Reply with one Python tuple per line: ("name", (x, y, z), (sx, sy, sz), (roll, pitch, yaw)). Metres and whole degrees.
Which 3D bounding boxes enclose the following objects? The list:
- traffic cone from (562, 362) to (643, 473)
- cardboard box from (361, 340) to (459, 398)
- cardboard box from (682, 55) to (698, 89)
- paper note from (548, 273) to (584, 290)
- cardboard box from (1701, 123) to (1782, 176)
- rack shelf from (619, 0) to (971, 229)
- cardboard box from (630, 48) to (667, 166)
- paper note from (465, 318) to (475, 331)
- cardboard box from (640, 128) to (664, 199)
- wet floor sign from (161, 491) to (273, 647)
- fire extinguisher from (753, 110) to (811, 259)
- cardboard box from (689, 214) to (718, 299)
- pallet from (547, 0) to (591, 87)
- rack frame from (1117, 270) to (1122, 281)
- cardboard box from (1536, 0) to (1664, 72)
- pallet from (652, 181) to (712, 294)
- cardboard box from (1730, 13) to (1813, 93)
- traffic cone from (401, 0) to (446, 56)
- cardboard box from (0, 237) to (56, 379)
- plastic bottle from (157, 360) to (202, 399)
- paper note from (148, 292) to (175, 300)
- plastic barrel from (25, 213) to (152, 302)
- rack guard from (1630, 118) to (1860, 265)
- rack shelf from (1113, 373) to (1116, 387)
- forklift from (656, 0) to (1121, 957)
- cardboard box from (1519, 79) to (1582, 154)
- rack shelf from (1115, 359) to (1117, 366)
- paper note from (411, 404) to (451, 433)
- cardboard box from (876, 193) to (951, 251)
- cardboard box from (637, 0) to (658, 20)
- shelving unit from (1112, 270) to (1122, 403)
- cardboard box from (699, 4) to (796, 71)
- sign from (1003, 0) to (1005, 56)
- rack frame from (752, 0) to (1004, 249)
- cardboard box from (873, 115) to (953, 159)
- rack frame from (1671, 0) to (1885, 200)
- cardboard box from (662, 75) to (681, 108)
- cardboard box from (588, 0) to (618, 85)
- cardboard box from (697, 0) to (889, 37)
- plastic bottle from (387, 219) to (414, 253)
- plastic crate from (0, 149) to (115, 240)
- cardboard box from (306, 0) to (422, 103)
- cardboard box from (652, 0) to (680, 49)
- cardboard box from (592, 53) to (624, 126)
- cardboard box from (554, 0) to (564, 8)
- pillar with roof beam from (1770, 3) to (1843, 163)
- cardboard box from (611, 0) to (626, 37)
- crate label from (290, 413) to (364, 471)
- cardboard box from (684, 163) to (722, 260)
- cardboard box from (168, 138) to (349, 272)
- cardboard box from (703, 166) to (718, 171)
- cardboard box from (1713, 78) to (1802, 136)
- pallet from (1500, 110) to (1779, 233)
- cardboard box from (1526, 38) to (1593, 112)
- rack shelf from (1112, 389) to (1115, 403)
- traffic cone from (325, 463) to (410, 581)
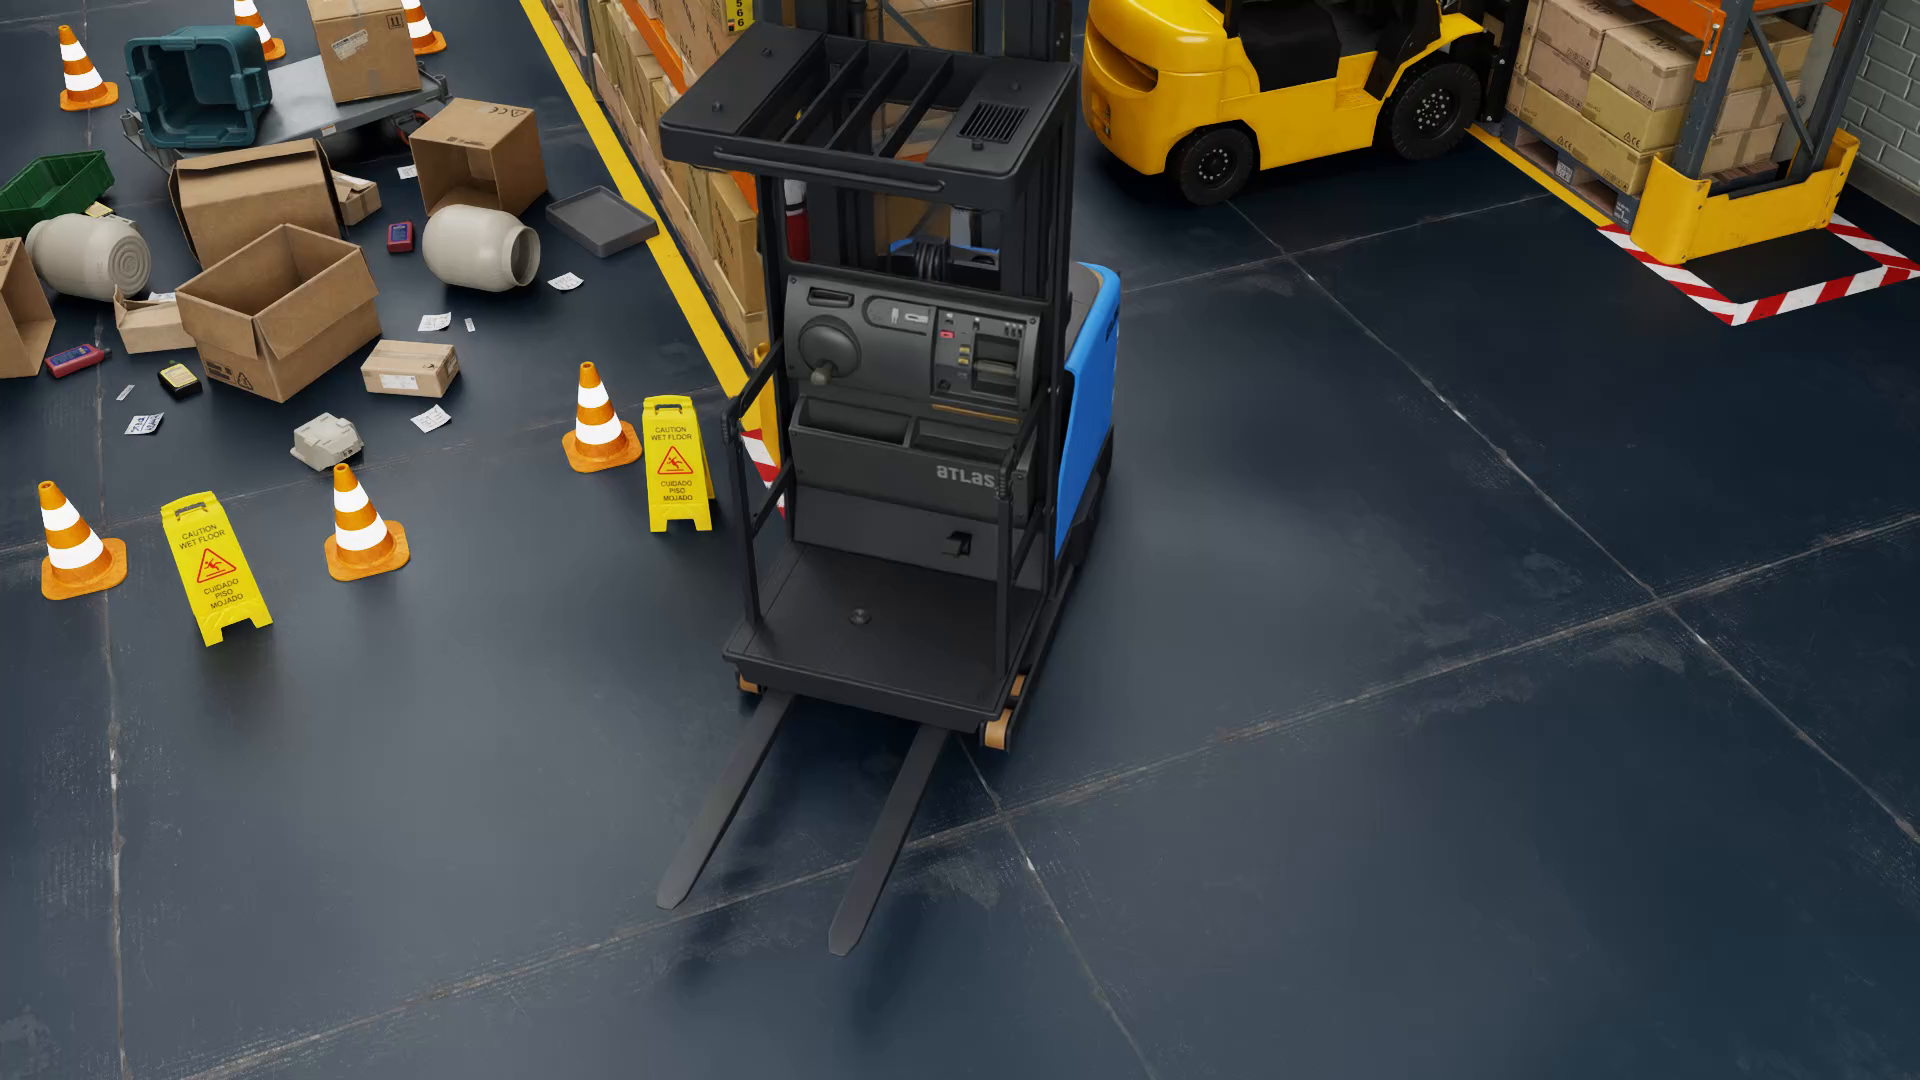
("traffic cone", (-1.667, -0.607, 7.601), (0.336, 0.463, 0.334), (-15, 43, -17))
("cardboard box", (-2.678, -0.836, 8.109), (0.380, 0.149, 0.250), (5, 41, 6))
("cardboard box", (-1.056, -2.141, 7.632), (0.380, 0.149, 0.250), (-14, 43, -16))
("paper note", (-2.090, -1.374, 8.825), (0.142, 0.019, 0.148), (-31, 49, -31))
("cardboard box", (4.267, -2.334, 9.450), (0.500, 0.250, 0.500), (-15, 43, -17))
("rack shelf", (-1.076, -2.564, 8.483), (1.077, 0.370, 4.000), (-15, 43, -17))
("cardboard box", (-1.452, -2.388, 8.938), (0.500, 0.500, 0.500), (-13, 42, -15))
("paper note", (-2.513, -1.104, 8.526), (0.032, 0.001, 0.123), (-15, 43, -17))
("cardboard box", (-1.445, -2.098, 9.176), (0.500, 0.250, 0.500), (-16, 43, -17))
("wet floor sign", (-3.005, 0.080, 6.662), (0.267, 0.644, 0.232), (-23, 46, -24))
("fire extinguisher", (-0.693, -1.419, 6.659), (0.296, 0.674, 0.183), (-15, 43, -17))
("cardboard box", (-1.060, -1.483, 8.460), (0.500, 0.250, 0.500), (-15, 43, -17))
("pallet", (-2.141, -3.453, 11.104), (1.003, 0.211, 1.213), (-15, 43, -17))
("rack frame", (0.589, -0.849, 7.548), (0.240, 0.900, 0.006), (11, 42, 13))
("cardboard box", (3.609, -2.874, 9.312), (0.500, 0.250, 0.500), (-14, 43, -16))
("pallet", (-1.081, -1.853, 9.242), (1.003, 0.211, 1.213), (-15, 43, -17))
("cardboard box", (4.265, -2.705, 9.115), (0.500, 0.250, 0.500), (-16, 43, -18))
("traffic cone", (-3.609, -3.478, 10.939), (0.336, 0.463, 0.334), (-15, 43, -17))
("cardboard box", (-4.834, -1.120, 8.167), (0.500, 0.500, 0.500), (-8, 41, -9))
("plastic bottle", (-3.827, -0.791, 8.124), (0.133, 0.061, 0.283), (-31, 49, -31))
("paper note", (-4.166, -1.256, 8.693), (0.172, 0.023, 0.155), (-2, 41, -2))
("plastic barrel", (-4.525, -1.468, 8.633), (0.512, 0.421, 0.421), (12, 42, 13))
("rack guard", (4.283, -1.910, 9.088), (1.175, 0.500, 0.348), (-15, 43, -17))
("rack shelf", (0.559, -0.693, 7.554), (0.258, 0.077, 0.200), (11, 42, 13))
("forklift", (-0.239, -0.609, 5.711), (1.130, 2.935, 3.031), (11, 42, 13))
("cardboard box", (3.621, -2.495, 9.638), (0.500, 0.250, 0.500), (-15, 43, -17))
("rack shelf", (0.559, -0.761, 7.496), (0.258, 0.077, 0.200), (11, 42, 13))
("paper note", (-2.512, -0.579, 7.900), (0.148, 0.019, 0.142), (-31, 49, -31))
("cardboard box", (-0.374, -1.602, 8.024), (0.500, 0.500, 0.500), (-16, 43, -18))
("cardboard box", (-1.414, -2.759, 8.350), (0.380, 0.149, 0.250), (-15, 43, -17))
("shelving unit", (0.559, -0.786, 7.474), (0.258, 0.900, 0.210), (11, 42, 13))
("cardboard box", (-0.773, -2.041, 7.018), (0.500, 0.500, 0.500), (-16, 43, -18))
("sign", (0.190, -2.096, 6.723), (0.100, 0.325, 0.005), (-15, 43, -17))
("rack frame", (-0.311, -1.632, 6.847), (1.000, 3.000, 0.127), (-15, 43, -17))
("cardboard box", (-0.249, -1.793, 7.227), (0.380, 0.149, 0.250), (-15, 43, -17))
("rack frame", (4.274, -2.873, 8.290), (1.000, 3.000, 0.127), (-15, 43, -17))
("cardboard box", (-1.253, -2.212, 8.236), (0.380, 0.149, 0.250), (-13, 42, -15))
("cardboard box", (-1.865, -3.020, 9.673), (0.500, 0.500, 0.500), (-13, 42, -15))
("cardboard box", (-0.708, -2.415, 6.686), (0.700, 0.500, 0.500), (-16, 43, -18))
("plastic bottle", (-3.080, -1.682, 9.159), (0.133, 0.061, 0.283), (-8, 41, -9))
("plastic crate", (-5.099, -1.924, 9.299), (0.450, 0.188, 0.662), (-3, 40, 12))
("cardboard box", (-3.474, -2.919, 9.680), (0.500, 0.500, 0.500), (-15, 43, -17))
("cardboard box", (-1.149, -2.646, 7.722), (0.500, 0.500, 0.500), (-15, 43, -17))
("cardboard box", (-1.865, -2.736, 9.917), (0.500, 0.250, 0.500), (-17, 44, -19))
("cardboard box", (-2.322, -3.952, 11.239), (0.950, 0.372, 0.625), (-13, 42, -14))
("pillar with roof beam", (0.863, -4.718, 5.834), (9.100, 9.000, 0.400), (-15, 43, -17))
("cardboard box", (-1.674, -2.866, 8.997), (0.380, 0.149, 0.250), (-14, 43, -15))
("crate label", (-2.921, -0.460, 7.680), (0.298, 0.136, 0.250), (27, 47, 27))
("cardboard box", (-1.061, -1.764, 8.213), (0.500, 0.500, 0.500), (-14, 43, -15))
("cardboard box", (-3.687, -1.725, 8.766), (0.797, 0.637, 0.503), (-15, 43, -17))
("cardboard box", (-1.061, -1.901, 7.874), (0.380, 0.149, 0.250), (-14, 43, -16))
("cardboard box", (4.286, -2.514, 9.276), (0.500, 0.250, 0.500), (-14, 43, -16))
("pallet", (3.942, -2.266, 9.723), (1.003, 0.211, 1.213), (-15, 43, -17))
("cardboard box", (3.617, -2.699, 9.491), (0.500, 0.250, 0.500), (-16, 43, -17))
("rack shelf", (0.559, -0.624, 7.613), (0.258, 0.077, 0.200), (11, 42, 13))
("traffic cone", (-2.563, -0.126, 7.041), (0.336, 0.463, 0.334), (-15, 43, -17))
